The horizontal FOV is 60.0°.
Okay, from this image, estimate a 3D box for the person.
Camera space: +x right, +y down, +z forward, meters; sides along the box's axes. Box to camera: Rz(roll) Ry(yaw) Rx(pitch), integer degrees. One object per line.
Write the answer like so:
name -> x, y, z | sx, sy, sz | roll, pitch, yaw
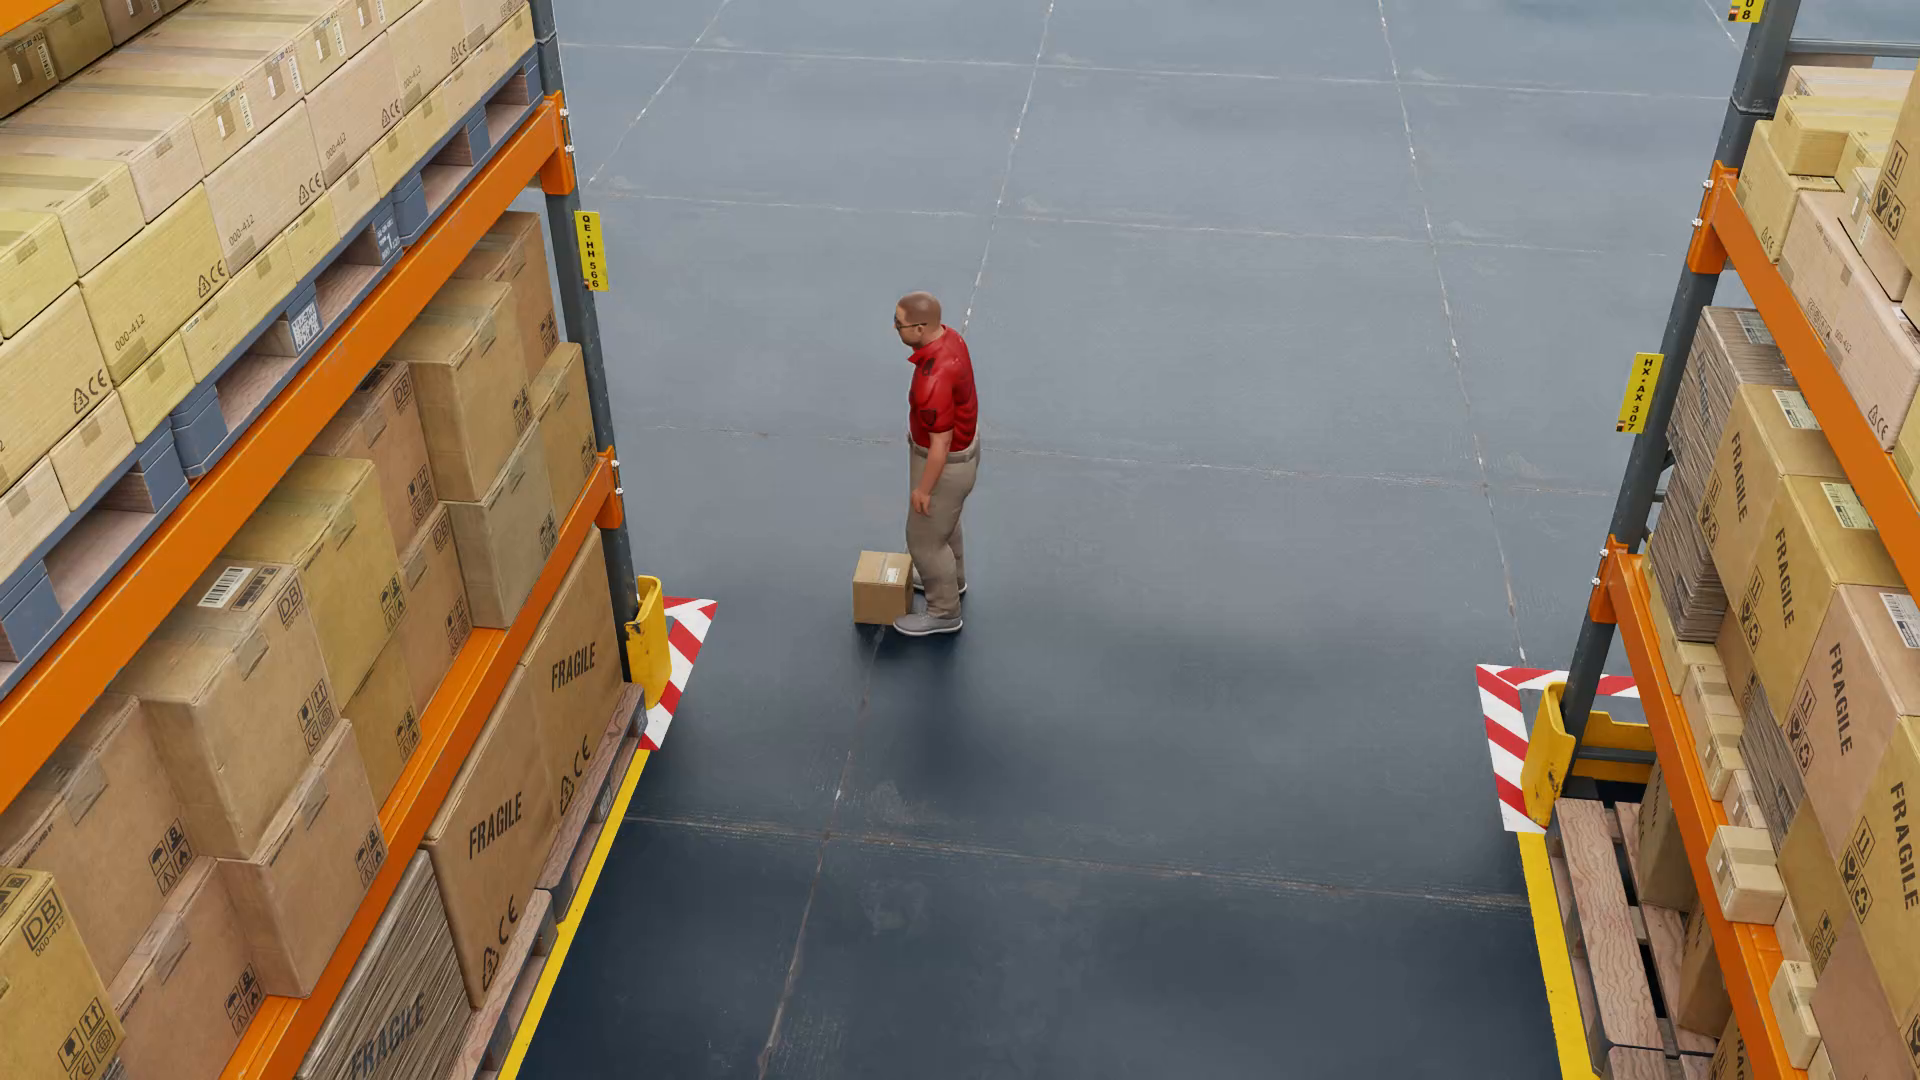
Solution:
person -> -0.112, -0.285, 7.594 | 0.394, 1.552, 0.568 | 4, 36, 5
